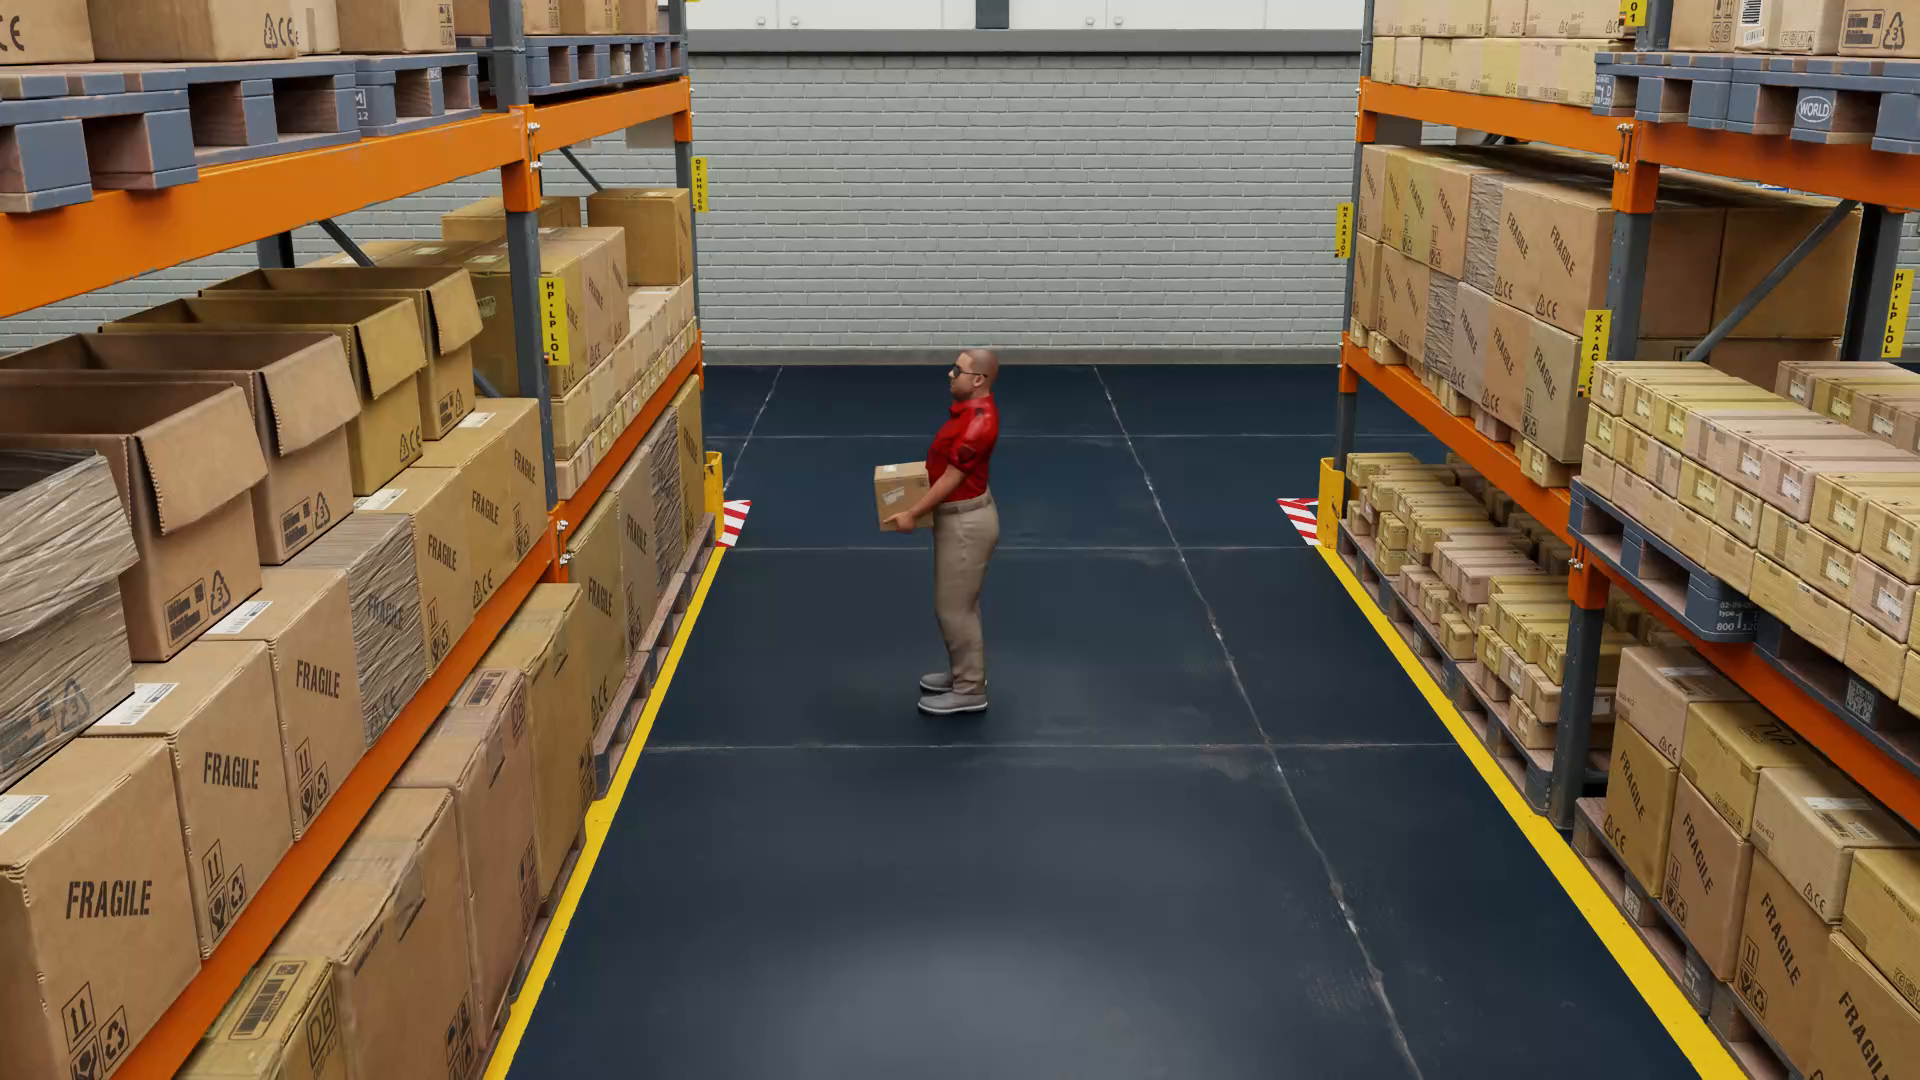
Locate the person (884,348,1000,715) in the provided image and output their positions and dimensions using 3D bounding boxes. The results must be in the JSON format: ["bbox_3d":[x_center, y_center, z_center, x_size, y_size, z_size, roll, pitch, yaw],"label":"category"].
[{"bbox_3d":[-0.084,-0.048,7.749,0.537,1.712,0.493,0,17,-1],"label":"person"}]
